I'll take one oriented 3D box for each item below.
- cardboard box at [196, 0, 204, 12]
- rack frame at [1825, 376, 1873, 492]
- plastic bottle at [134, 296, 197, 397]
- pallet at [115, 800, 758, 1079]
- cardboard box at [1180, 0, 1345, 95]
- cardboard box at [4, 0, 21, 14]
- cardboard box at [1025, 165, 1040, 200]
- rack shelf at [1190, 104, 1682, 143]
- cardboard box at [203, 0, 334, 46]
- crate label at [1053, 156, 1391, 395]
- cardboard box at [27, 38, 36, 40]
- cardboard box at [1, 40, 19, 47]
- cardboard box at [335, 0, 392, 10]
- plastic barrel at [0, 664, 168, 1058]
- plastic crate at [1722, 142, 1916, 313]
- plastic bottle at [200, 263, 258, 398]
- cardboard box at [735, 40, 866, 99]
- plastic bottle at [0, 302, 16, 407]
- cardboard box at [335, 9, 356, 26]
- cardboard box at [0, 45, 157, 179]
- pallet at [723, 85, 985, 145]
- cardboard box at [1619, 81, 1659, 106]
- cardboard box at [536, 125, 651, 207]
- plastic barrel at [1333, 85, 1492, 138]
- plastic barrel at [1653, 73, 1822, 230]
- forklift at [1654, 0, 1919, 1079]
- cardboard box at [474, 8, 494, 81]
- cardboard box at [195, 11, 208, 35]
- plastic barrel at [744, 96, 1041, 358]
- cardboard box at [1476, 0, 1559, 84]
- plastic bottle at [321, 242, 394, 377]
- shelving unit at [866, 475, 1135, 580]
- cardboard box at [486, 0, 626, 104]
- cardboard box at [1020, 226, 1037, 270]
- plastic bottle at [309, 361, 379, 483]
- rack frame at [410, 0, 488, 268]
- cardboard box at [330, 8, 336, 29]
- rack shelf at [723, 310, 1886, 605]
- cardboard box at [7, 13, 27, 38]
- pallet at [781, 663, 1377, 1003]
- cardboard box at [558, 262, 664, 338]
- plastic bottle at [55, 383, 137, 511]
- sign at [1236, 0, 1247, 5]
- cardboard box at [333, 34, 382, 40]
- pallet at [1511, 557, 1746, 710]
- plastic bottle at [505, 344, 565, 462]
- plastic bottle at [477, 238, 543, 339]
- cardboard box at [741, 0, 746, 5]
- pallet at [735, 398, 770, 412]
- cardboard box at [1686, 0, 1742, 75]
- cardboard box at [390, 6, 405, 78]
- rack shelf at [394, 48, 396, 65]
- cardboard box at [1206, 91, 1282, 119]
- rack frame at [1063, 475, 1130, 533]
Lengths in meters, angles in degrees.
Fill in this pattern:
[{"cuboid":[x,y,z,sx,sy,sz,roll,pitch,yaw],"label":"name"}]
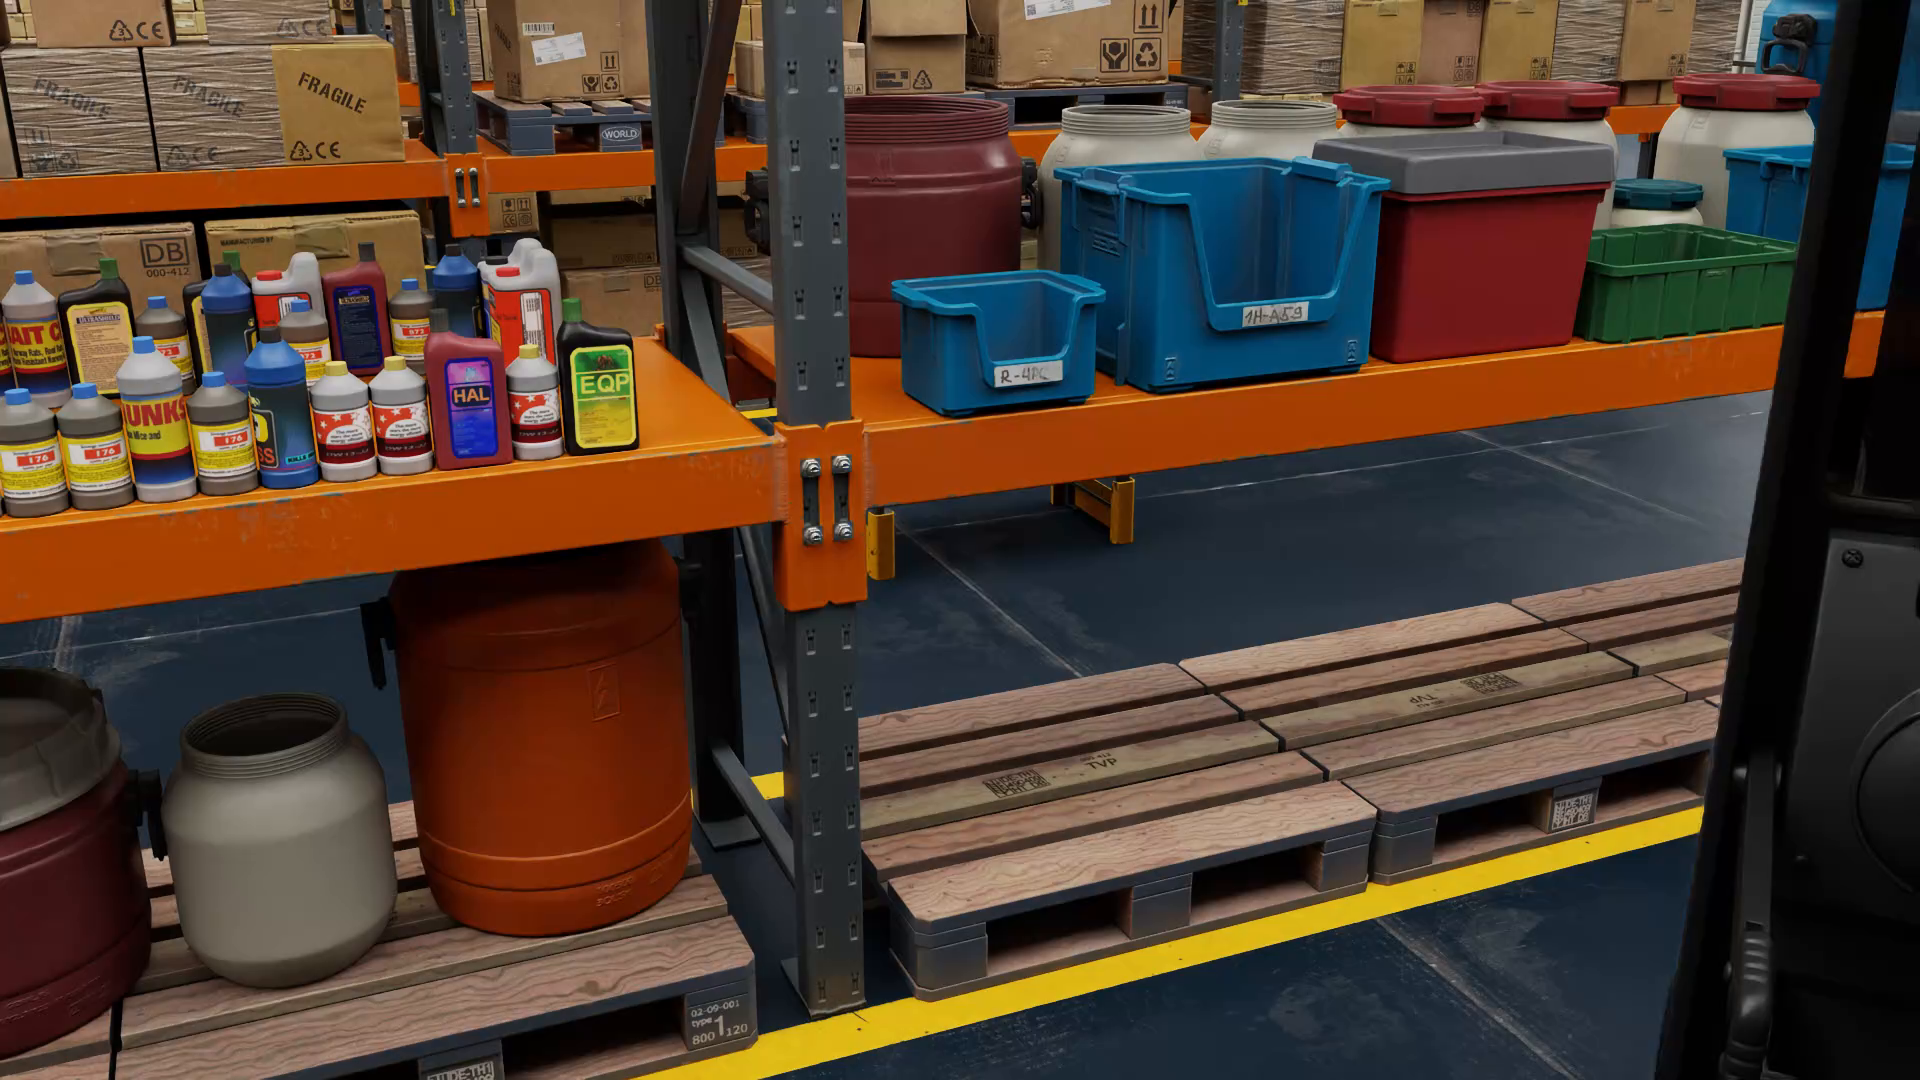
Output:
[{"cuboid":[-5.034,-3.665,11.264,0.250,0.149,0.380,-7,21,-20],"label":"cardboard box"},{"cuboid":[3.213,-1.066,5.032,0.127,3.000,1.000,-8,21,-22],"label":"rack frame"},{"cuboid":[-1.650,-0.402,3.447,0.097,0.201,0.097,0,19,0],"label":"plastic bottle"},{"cuboid":[-1.167,0.892,3.670,1.213,0.211,1.003,-8,21,-22],"label":"pallet"},{"cuboid":[1.689,-2.804,9.371,0.500,0.500,0.875,-8,21,-22],"label":"cardboard box"},{"cuboid":[-6.236,-3.492,10.773,0.250,0.149,0.380,-7,21,-20],"label":"cardboard box"},{"cuboid":[0.811,-3.479,14.453,0.875,0.875,0.875,-8,21,-22],"label":"cardboard box"},{"cuboid":[3.088,-2.500,10.189,4.000,0.370,1.077,-8,21,-22],"label":"rack shelf"},{"cuboid":[-3.099,-2.479,7.385,0.637,0.503,0.797,-7,21,-20],"label":"cardboard box"},{"cuboid":[0.560,-0.604,3.669,0.616,0.435,0.502,-8,21,-22],"label":"crate label"},{"cuboid":[-5.993,-3.246,10.971,0.250,0.149,0.380,-9,21,-24],"label":"cardboard box"},{"cuboid":[-4.377,-1.914,7.291,0.500,0.500,0.500,-8,21,-22],"label":"cardboard box"},{"cuboid":[-5.842,-5.446,16.242,0.500,0.500,0.500,-9,21,-23],"label":"cardboard box"},{"cuboid":[-1.939,0.618,3.249,0.708,0.588,0.600,-8,21,-22],"label":"plastic barrel"},{"cuboid":[2.323,-0.818,4.353,0.575,0.384,0.392,-8,21,-22],"label":"plastic crate"},{"cuboid":[-1.503,-0.434,3.432,0.097,0.271,0.097,0,19,0],"label":"plastic bottle"},{"cuboid":[-0.792,-2.328,8.210,0.500,0.250,0.500,-9,21,-23],"label":"cardboard box"},{"cuboid":[-1.951,-0.392,3.313,0.097,0.271,0.097,0,19,0],"label":"plastic bottle"},{"cuboid":[-5.975,-5.138,16.343,0.250,0.149,0.380,-9,22,-25],"label":"cardboard box"},{"cuboid":[-3.712,-1.824,7.034,0.500,0.500,0.500,-9,21,-24],"label":"cardboard box"},{"cuboid":[-0.620,-2.232,8.635,1.213,0.211,1.003,-8,21,-22],"label":"pallet"},{"cuboid":[4.069,-2.774,10.262,0.250,0.149,0.380,-8,21,-22],"label":"cardboard box"},{"cuboid":[-2.897,-2.881,12.944,0.750,0.750,1.050,-8,21,-21],"label":"cardboard box"},{"cuboid":[1.177,-0.917,4.407,0.433,0.535,0.433,0,19,0],"label":"plastic barrel"},{"cuboid":[2.248,-1.071,4.842,0.433,0.535,0.433,0,19,0],"label":"plastic barrel"},{"cuboid":[1.230,0.253,1.390,1.130,2.935,3.031,9,21,24],"label":"forklift"},{"cuboid":[-3.309,-3.667,12.271,0.500,0.500,0.500,-8,21,-22],"label":"cardboard box"},{"cuboid":[-5.052,-3.521,11.303,0.250,0.149,0.380,-8,21,-21],"label":"cardboard box"},{"cuboid":[-0.154,-0.757,3.951,0.708,0.536,0.600,-8,21,-22],"label":"plastic barrel"},{"cuboid":[3.057,-3.009,9.952,0.500,0.500,0.875,-8,21,-22],"label":"cardboard box"},{"cuboid":[-1.305,-0.497,3.592,0.133,0.283,0.061,-8,21,-22],"label":"plastic bottle"},{"cuboid":[0.070,-0.717,6.301,1.083,1.500,0.587,-8,21,-22],"label":"shelving unit"},{"cuboid":[-1.942,-2.378,7.978,0.500,0.500,0.500,-11,22,-29],"label":"cardboard box"},{"cuboid":[0.233,-1.473,9.292,0.500,0.500,0.700,-8,21,-22],"label":"cardboard box"},{"cuboid":[-1.077,-0.210,2.900,0.097,0.201,0.097,0,19,0],"label":"plastic bottle"},{"cuboid":[-2.422,-2.050,7.828,0.127,3.000,1.000,-8,21,-22],"label":"rack frame"},{"cuboid":[-7.812,-6.498,20.687,0.500,0.250,0.500,-8,21,-22],"label":"cardboard box"},{"cuboid":[1.377,-0.463,4.405,4.000,0.370,1.077,-8,21,-22],"label":"rack shelf"},{"cuboid":[-6.220,-3.355,10.833,0.250,0.149,0.380,-9,21,-23],"label":"cardboard box"},{"cuboid":[0.267,0.686,4.257,1.213,0.211,1.003,-8,21,-22],"label":"pallet"},{"cuboid":[-1.814,-1.173,8.437,0.500,0.500,0.700,-9,21,-25],"label":"cardboard box"},{"cuboid":[-1.434,-0.159,2.755,0.097,0.201,0.097,0,19,0],"label":"plastic bottle"},{"cuboid":[1.474,-2.954,8.650,0.005,0.325,0.100,-8,21,-22],"label":"sign"},{"cuboid":[-2.976,-2.116,7.865,0.500,0.500,0.500,-7,21,-20],"label":"cardboard box"},{"cuboid":[2.507,0.365,5.168,1.213,0.211,1.003,-8,21,-22],"label":"pallet"},{"cuboid":[-0.775,-0.253,3.023,0.097,0.201,0.097,0,19,0],"label":"plastic bottle"},{"cuboid":[-0.985,-0.523,3.677,0.135,0.276,0.152,-8,21,-22],"label":"plastic bottle"},{"cuboid":[-2.010,-4.419,12.900,0.500,0.500,0.700,-8,21,-21],"label":"cardboard box"},{"cuboid":[-1.704,-0.837,8.581,1.213,0.211,1.003,-8,21,-22],"label":"pallet"},{"cuboid":[4.408,-3.226,10.569,0.500,0.500,0.875,-8,21,-22],"label":"cardboard box"},{"cuboid":[-3.986,-3.764,12.545,0.500,0.500,0.500,-8,21,-22],"label":"cardboard box"},{"cuboid":[-4.511,-4.996,17.277,4.000,0.370,1.077,-8,21,-22],"label":"rack shelf"},{"cuboid":[1.568,-2.394,9.184,0.250,0.149,0.380,-8,21,-22],"label":"cardboard box"},{"cuboid":[0.545,-0.786,6.495,0.032,1.500,0.500,-8,21,-22],"label":"rack frame"}]
